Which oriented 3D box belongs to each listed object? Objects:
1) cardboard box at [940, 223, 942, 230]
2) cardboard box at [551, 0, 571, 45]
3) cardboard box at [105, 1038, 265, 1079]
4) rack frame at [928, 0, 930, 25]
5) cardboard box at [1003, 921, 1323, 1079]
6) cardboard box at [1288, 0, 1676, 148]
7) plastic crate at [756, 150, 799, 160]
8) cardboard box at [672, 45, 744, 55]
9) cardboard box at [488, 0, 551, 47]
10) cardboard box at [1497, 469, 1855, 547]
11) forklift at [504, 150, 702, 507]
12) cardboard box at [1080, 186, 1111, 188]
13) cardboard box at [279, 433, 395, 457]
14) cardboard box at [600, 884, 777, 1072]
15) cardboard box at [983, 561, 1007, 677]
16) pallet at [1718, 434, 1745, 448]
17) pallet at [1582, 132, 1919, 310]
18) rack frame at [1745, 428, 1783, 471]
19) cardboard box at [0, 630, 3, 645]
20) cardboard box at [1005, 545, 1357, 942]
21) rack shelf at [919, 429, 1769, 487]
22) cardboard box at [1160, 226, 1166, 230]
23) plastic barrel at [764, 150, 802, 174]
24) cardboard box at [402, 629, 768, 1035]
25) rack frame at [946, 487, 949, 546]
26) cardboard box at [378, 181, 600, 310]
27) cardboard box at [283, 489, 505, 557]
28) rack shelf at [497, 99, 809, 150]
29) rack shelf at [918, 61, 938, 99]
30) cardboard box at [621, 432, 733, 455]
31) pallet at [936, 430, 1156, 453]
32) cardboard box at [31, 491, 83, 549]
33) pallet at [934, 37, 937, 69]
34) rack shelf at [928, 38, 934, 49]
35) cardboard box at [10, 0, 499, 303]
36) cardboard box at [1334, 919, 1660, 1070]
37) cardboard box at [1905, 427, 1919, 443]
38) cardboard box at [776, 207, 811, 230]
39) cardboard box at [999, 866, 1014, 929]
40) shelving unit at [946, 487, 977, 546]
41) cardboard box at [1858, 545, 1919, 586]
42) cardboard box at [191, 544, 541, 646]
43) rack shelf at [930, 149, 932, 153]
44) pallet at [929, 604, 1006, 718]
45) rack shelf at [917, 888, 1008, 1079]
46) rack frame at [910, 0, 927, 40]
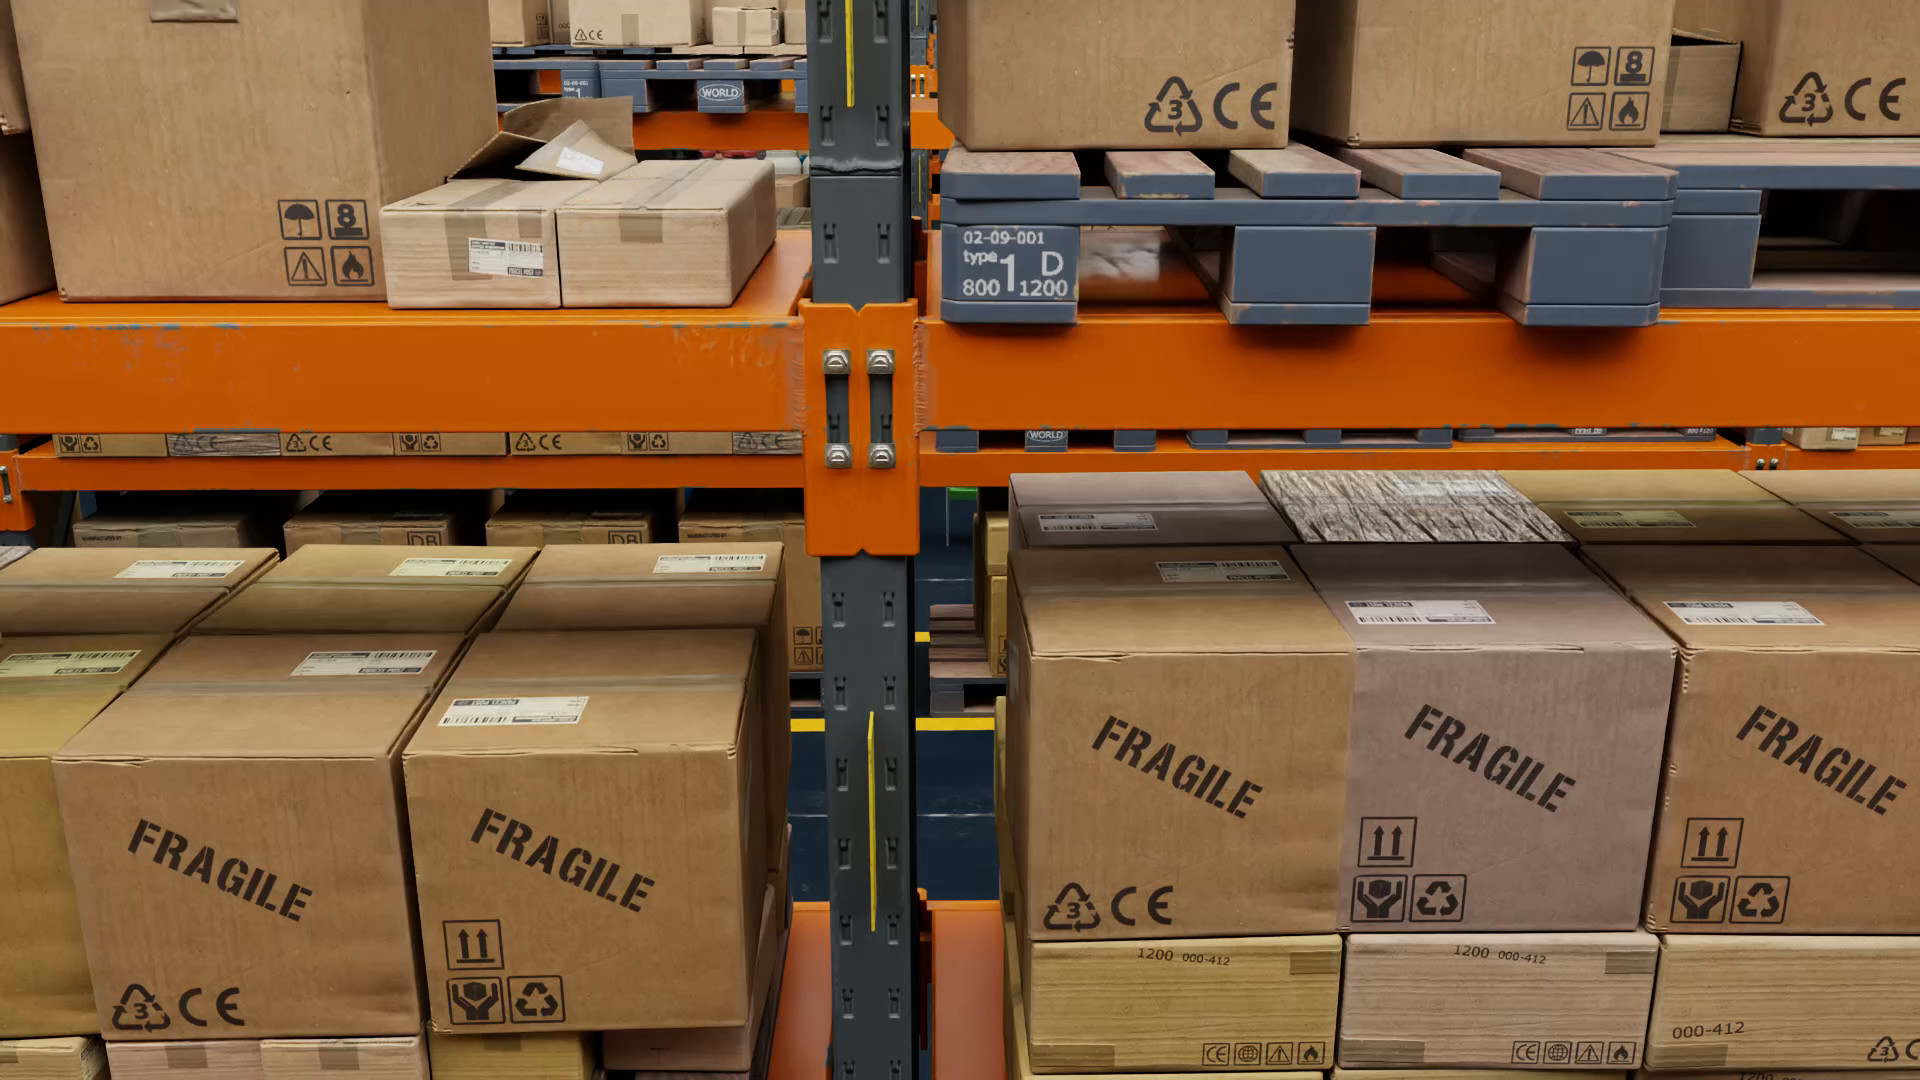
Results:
[{"bbox_3d":[-0.001,-4.210,22.131,0.500,0.500,0.500,0,18,1],"label":"cardboard box"},{"bbox_3d":[-1.558,-2.400,7.603,0.500,0.250,0.500,0,18,1],"label":"cardboard box"},{"bbox_3d":[-1.245,0.807,2.845,0.250,0.149,0.380,-1,18,-3],"label":"cardboard box"},{"bbox_3d":[-0.460,-8.132,21.166,0.127,3.000,1.000,0,18,-1],"label":"rack frame"},{"bbox_3d":[0.342,0.923,3.006,0.500,0.250,0.500,-1,18,-2],"label":"cardboard box"},{"bbox_3d":[0.836,-0.962,2.873,0.500,0.500,0.700,-1,18,-4],"label":"cardboard box"},{"bbox_3d":[-2.006,-3.879,17.623,0.583,0.464,0.402,0,18,-1],"label":"plastic crate"},{"bbox_3d":[-1.777,-3.521,11.949,0.500,0.250,0.500,0,18,1],"label":"cardboard box"},{"bbox_3d":[-2.064,-2.364,7.081,0.500,0.500,0.500,0,18,-1],"label":"cardboard box"},{"bbox_3d":[1.371,0.165,3.321,0.500,0.500,0.500,0,18,-1],"label":"cardboard box"},{"bbox_3d":[-2.363,-1.491,10.397,3.031,2.935,1.130,1,18,4],"label":"forklift"},{"bbox_3d":[1.075,-2.776,12.485,0.637,0.503,0.797,0,18,0],"label":"cardboard box"},{"bbox_3d":[-2.795,-0.687,7.616,0.500,0.500,0.500,0,18,-1],"label":"cardboard box"},{"bbox_3d":[-0.475,0.770,2.960,0.250,0.149,0.380,0,18,1],"label":"cardboard box"},{"bbox_3d":[0.381,0.330,8.012,0.500,0.500,0.500,-1,18,-3],"label":"cardboard box"},{"bbox_3d":[5.676,-0.928,13.094,1.213,0.211,1.003,0,18,-1],"label":"pallet"},{"bbox_3d":[1.610,-0.587,2.866,1.213,0.211,1.003,1,18,2],"label":"pallet"},{"bbox_3d":[3.669,-0.754,7.987,0.127,3.000,1.000,0,18,-1],"label":"rack frame"},{"bbox_3d":[-1.783,0.173,2.698,0.250,0.149,0.380,-1,18,-3],"label":"cardboard box"},{"bbox_3d":[0.346,0.325,2.822,0.500,0.500,0.500,-1,18,-3],"label":"cardboard box"},{"bbox_3d":[1.669,-0.402,8.066,4.000,0.370,1.077,0,18,-1],"label":"rack shelf"},{"bbox_3d":[1.710,-2.225,12.410,0.500,0.500,0.500,0,18,-1],"label":"cardboard box"},{"bbox_3d":[-1.832,-3.744,17.124,0.421,0.512,0.421,0,18,0],"label":"plastic barrel"},{"bbox_3d":[-0.601,0.475,2.819,0.500,0.500,0.500,-1,18,-2],"label":"cardboard box"},{"bbox_3d":[-0.078,-0.571,10.363,0.015,1.200,0.240,0,18,-1],"label":"rack frame"},{"bbox_3d":[-0.711,-0.462,2.579,0.250,0.149,0.380,0,18,-1],"label":"cardboard box"},{"bbox_3d":[-2.746,0.122,8.252,0.750,0.750,1.050,0,18,-1],"label":"cardboard box"},{"bbox_3d":[-2.330,-1.811,7.548,4.000,0.370,1.077,0,18,-1],"label":"rack shelf"},{"bbox_3d":[1.692,-3.345,12.332,4.000,0.370,1.077,0,18,-1],"label":"rack shelf"},{"bbox_3d":[-1.275,-0.696,7.643,0.500,0.500,0.500,0,18,-1],"label":"cardboard box"},{"bbox_3d":[0.381,-0.679,8.068,1.003,0.211,1.213,0,18,-1],"label":"pallet"},{"bbox_3d":[-4.960,0.078,8.184,0.875,0.875,0.875,0,18,0],"label":"cardboard box"},{"bbox_3d":[0.335,-3.608,12.281,1.003,0.211,1.213,1,18,2],"label":"pallet"},{"bbox_3d":[1.539,-6.371,21.764,4.000,0.370,1.077,0,18,-1],"label":"rack shelf"},{"bbox_3d":[-1.099,-0.698,2.737,0.500,0.500,0.700,0,18,-1],"label":"cardboard box"},{"bbox_3d":[0.876,0.681,2.941,0.500,0.250,0.500,0,18,0],"label":"cardboard box"},{"bbox_3d":[4.480,-0.577,7.846,0.250,0.149,0.380,-1,18,-3],"label":"cardboard box"},{"bbox_3d":[-0.779,-1.259,7.761,0.500,0.500,0.700,0,18,-1],"label":"cardboard box"},{"bbox_3d":[0.350,0.767,3.493,0.500,0.250,0.500,-1,18,-3],"label":"cardboard box"},{"bbox_3d":[0.165,-0.572,10.367,0.503,1.200,0.258,0,18,-1],"label":"shelving unit"},{"bbox_3d":[1.864,0.321,2.836,0.500,0.500,0.500,0,18,0],"label":"cardboard box"},{"bbox_3d":[-1.126,0.324,3.289,0.500,0.500,0.500,1,18,2],"label":"cardboard box"},{"bbox_3d":[1.458,-6.455,26.938,4.000,0.370,1.077,0,18,-1],"label":"rack shelf"},{"bbox_3d":[0.451,0.590,8.363,1.213,0.211,1.003,0,18,-1],"label":"pallet"},{"bbox_3d":[1.849,1.110,3.355,4.000,0.370,1.077,0,18,-1],"label":"rack shelf"},{"bbox_3d":[-0.308,-5.106,11.734,0.127,3.000,1.000,0,18,-1],"label":"rack frame"}]
